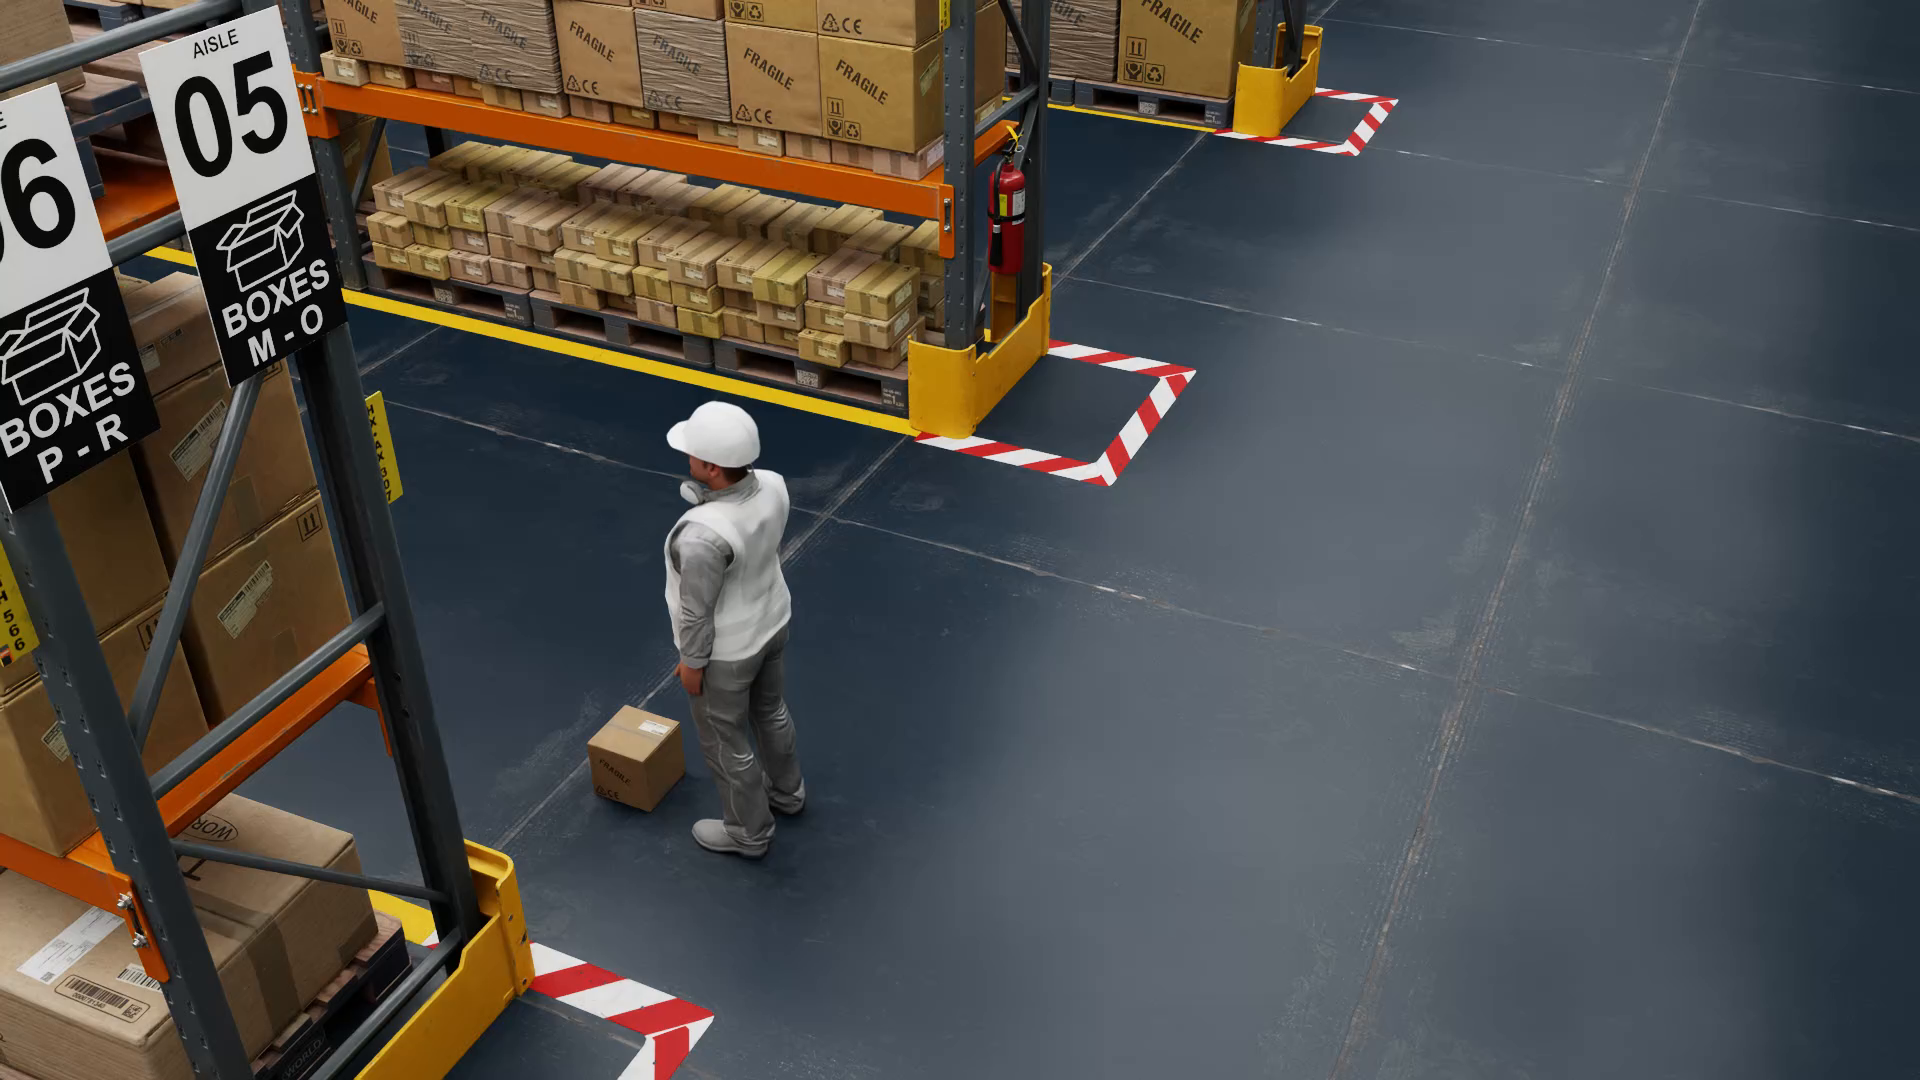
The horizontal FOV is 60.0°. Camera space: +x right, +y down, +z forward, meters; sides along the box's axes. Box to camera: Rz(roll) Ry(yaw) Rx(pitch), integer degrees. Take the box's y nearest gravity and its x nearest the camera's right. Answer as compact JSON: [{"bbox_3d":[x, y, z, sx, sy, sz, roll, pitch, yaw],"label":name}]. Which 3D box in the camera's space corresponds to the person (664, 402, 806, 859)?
[{"bbox_3d":[-0.784,0.313,5.647,0.358,1.772,0.529,15,36,22],"label":"person"}]
